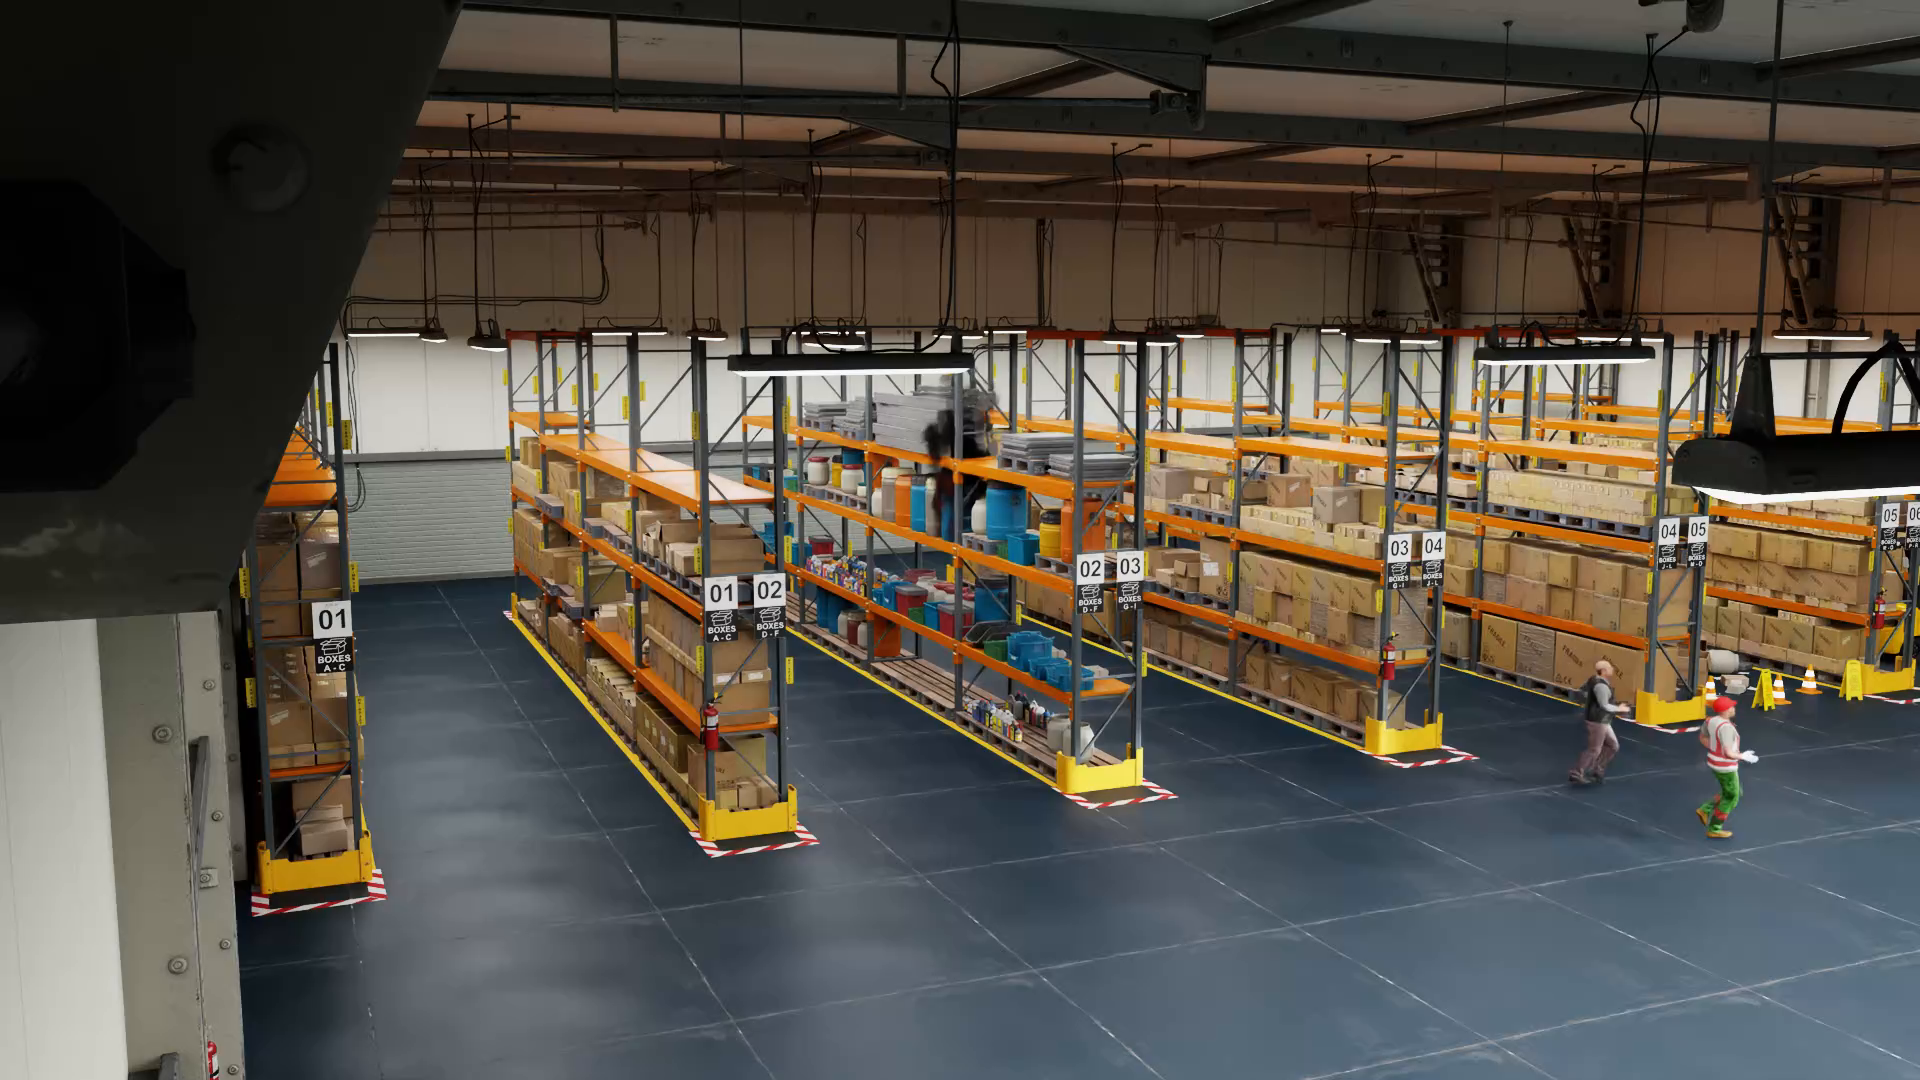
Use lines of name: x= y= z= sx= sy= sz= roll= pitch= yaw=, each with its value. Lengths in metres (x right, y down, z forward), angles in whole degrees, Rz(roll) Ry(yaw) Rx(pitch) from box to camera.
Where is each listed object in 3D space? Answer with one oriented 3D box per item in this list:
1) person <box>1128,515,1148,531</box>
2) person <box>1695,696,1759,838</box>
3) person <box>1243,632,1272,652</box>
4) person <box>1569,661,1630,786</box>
person: x=4.383 y=-0.184 z=41.667 sx=0.592 sy=1.738 sz=0.692 roll=-3 pitch=8 yaw=-23
person: x=9.263 y=2.740 z=20.099 sx=0.598 sy=1.740 sz=0.648 roll=1 pitch=8 yaw=5
person: x=5.559 y=1.305 z=31.064 sx=0.609 sy=1.709 sz=0.718 roll=-4 pitch=9 yaw=-25
person: x=8.566 y=2.486 z=22.267 sx=0.730 sy=1.787 sz=0.667 roll=2 pitch=8 yaw=16
